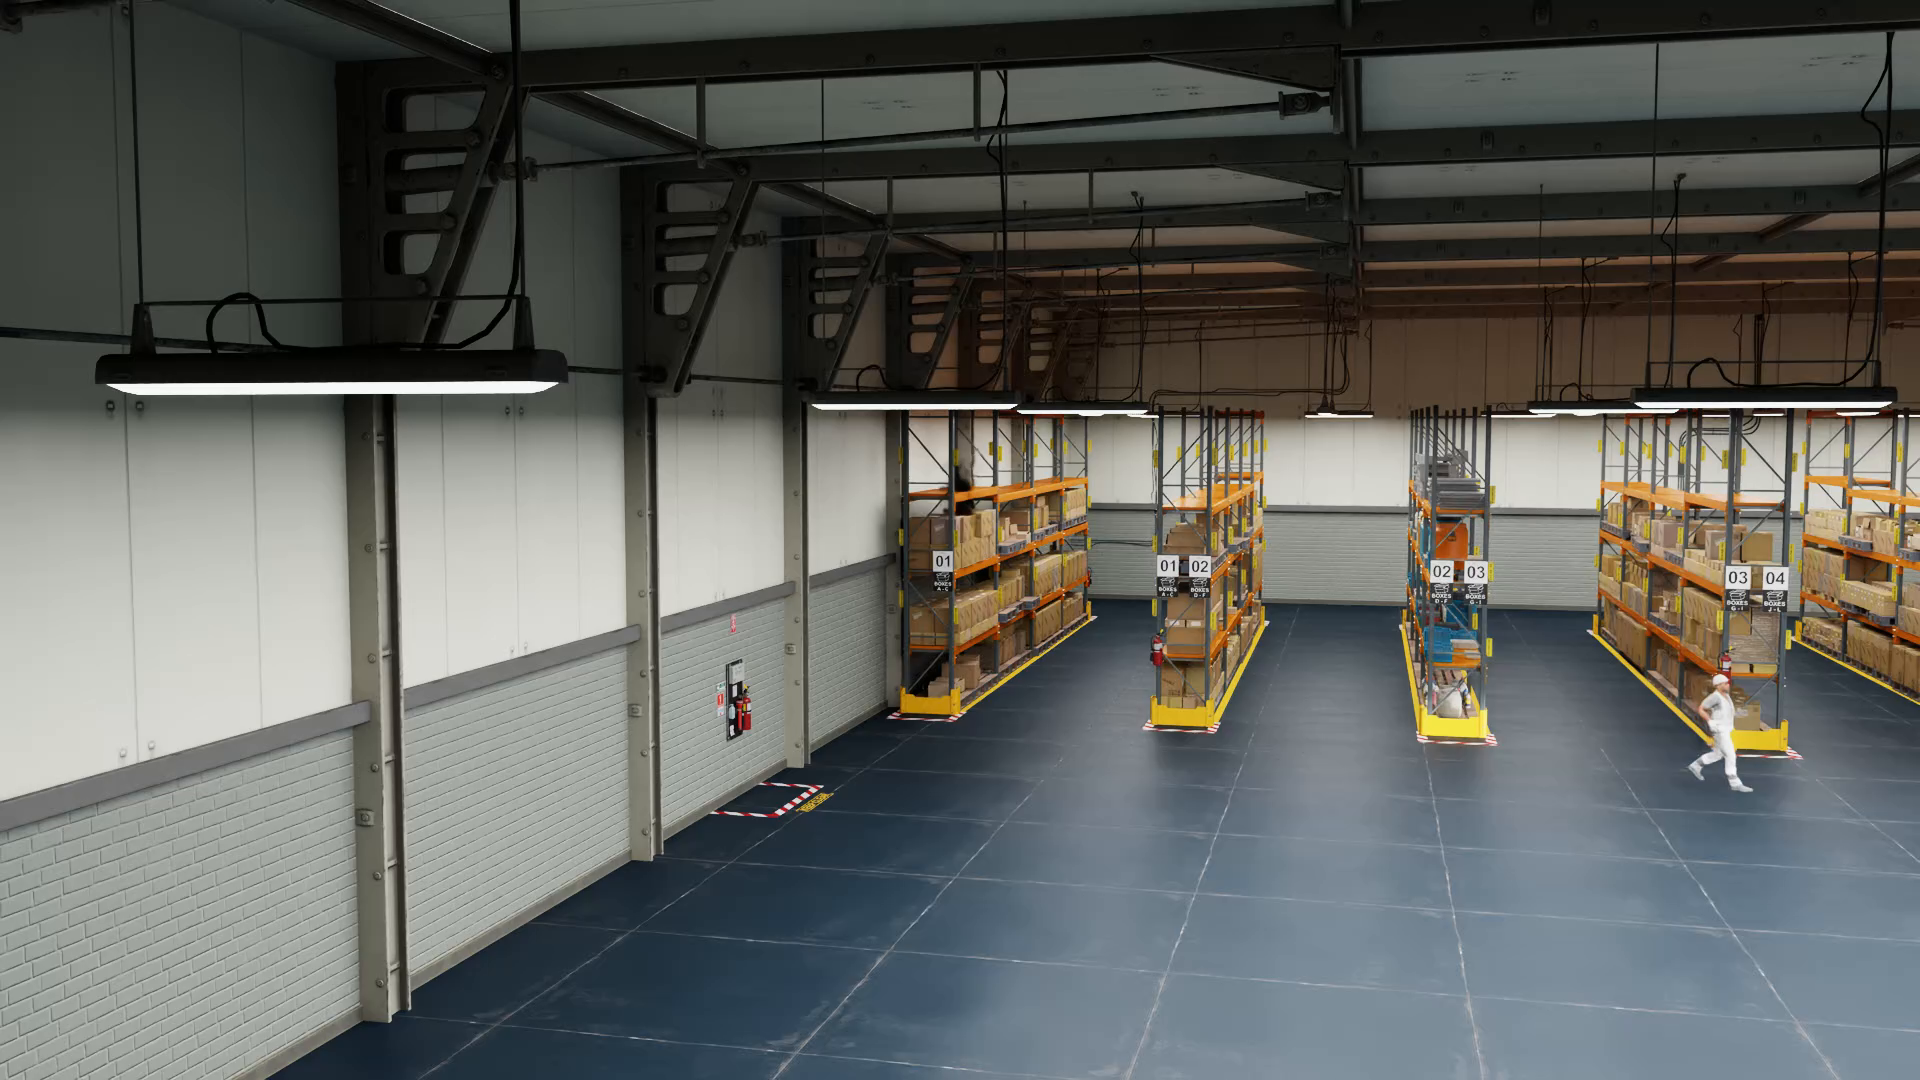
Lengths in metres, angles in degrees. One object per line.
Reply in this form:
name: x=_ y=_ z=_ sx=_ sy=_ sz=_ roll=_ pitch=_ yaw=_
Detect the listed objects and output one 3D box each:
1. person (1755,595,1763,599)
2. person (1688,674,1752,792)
person: x=20.352 y=1.859 z=42.343 sx=0.616 sy=1.713 sz=0.673 roll=1 pitch=4 yaw=17
person: x=11.779 y=2.959 z=25.744 sx=1.002 sy=1.765 sz=0.661 roll=4 pitch=6 yaw=42
